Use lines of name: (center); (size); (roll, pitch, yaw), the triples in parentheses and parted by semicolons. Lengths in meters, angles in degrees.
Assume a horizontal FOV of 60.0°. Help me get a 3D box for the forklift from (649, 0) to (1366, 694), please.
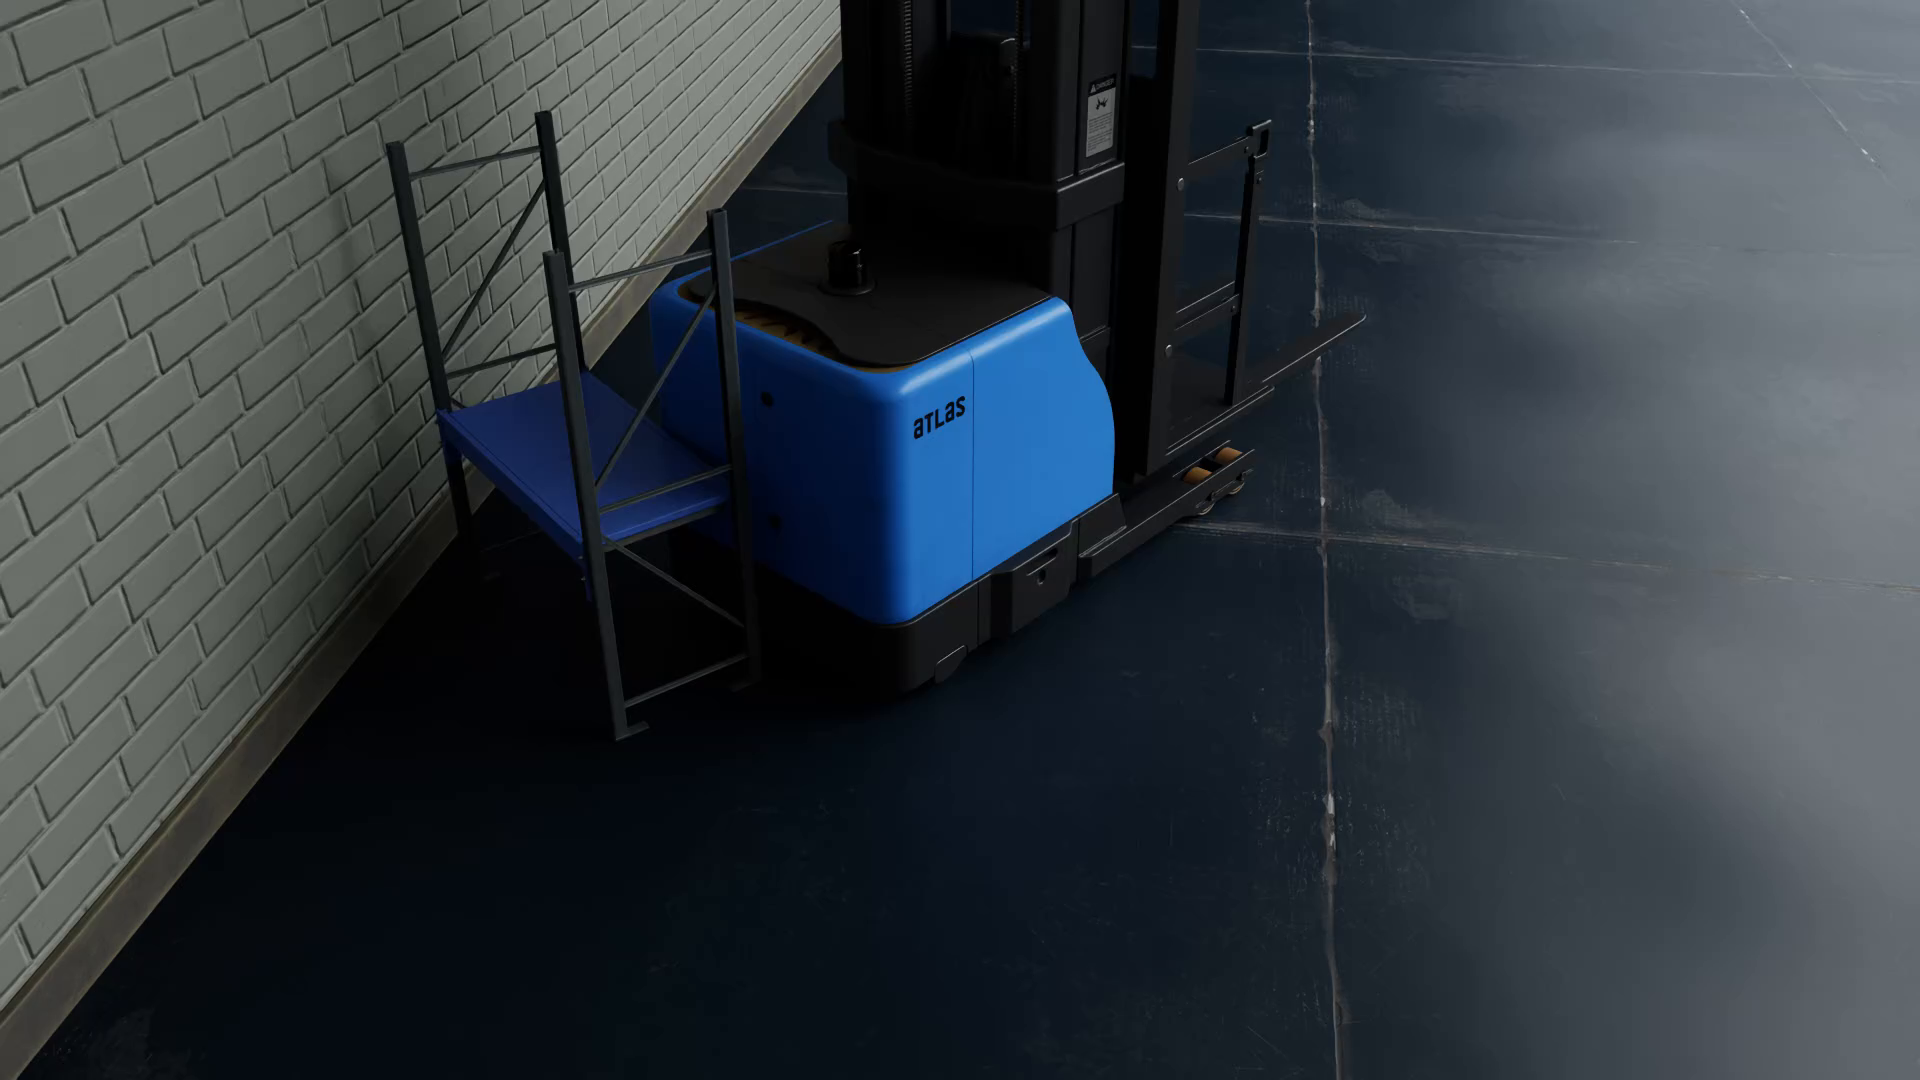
forklift: (0.412, -1.490, 5.368); (1.130, 2.935, 3.031); (25, 40, 34)

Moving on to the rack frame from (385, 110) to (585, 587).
rack frame: (-1.425, -0.565, 5.239); (0.500, 1.500, 0.032); (-22, 38, -31)

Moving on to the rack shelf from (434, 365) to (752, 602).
rack shelf: (-1.117, -0.198, 4.992); (0.538, 0.185, 1.000); (-22, 38, -31)

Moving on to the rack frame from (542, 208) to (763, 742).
rack frame: (-0.808, -0.137, 4.555); (0.500, 1.500, 0.032); (-22, 38, -31)

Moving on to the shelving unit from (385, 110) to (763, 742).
shelving unit: (-1.117, -0.351, 4.897); (0.538, 1.500, 1.048); (-22, 38, -31)
